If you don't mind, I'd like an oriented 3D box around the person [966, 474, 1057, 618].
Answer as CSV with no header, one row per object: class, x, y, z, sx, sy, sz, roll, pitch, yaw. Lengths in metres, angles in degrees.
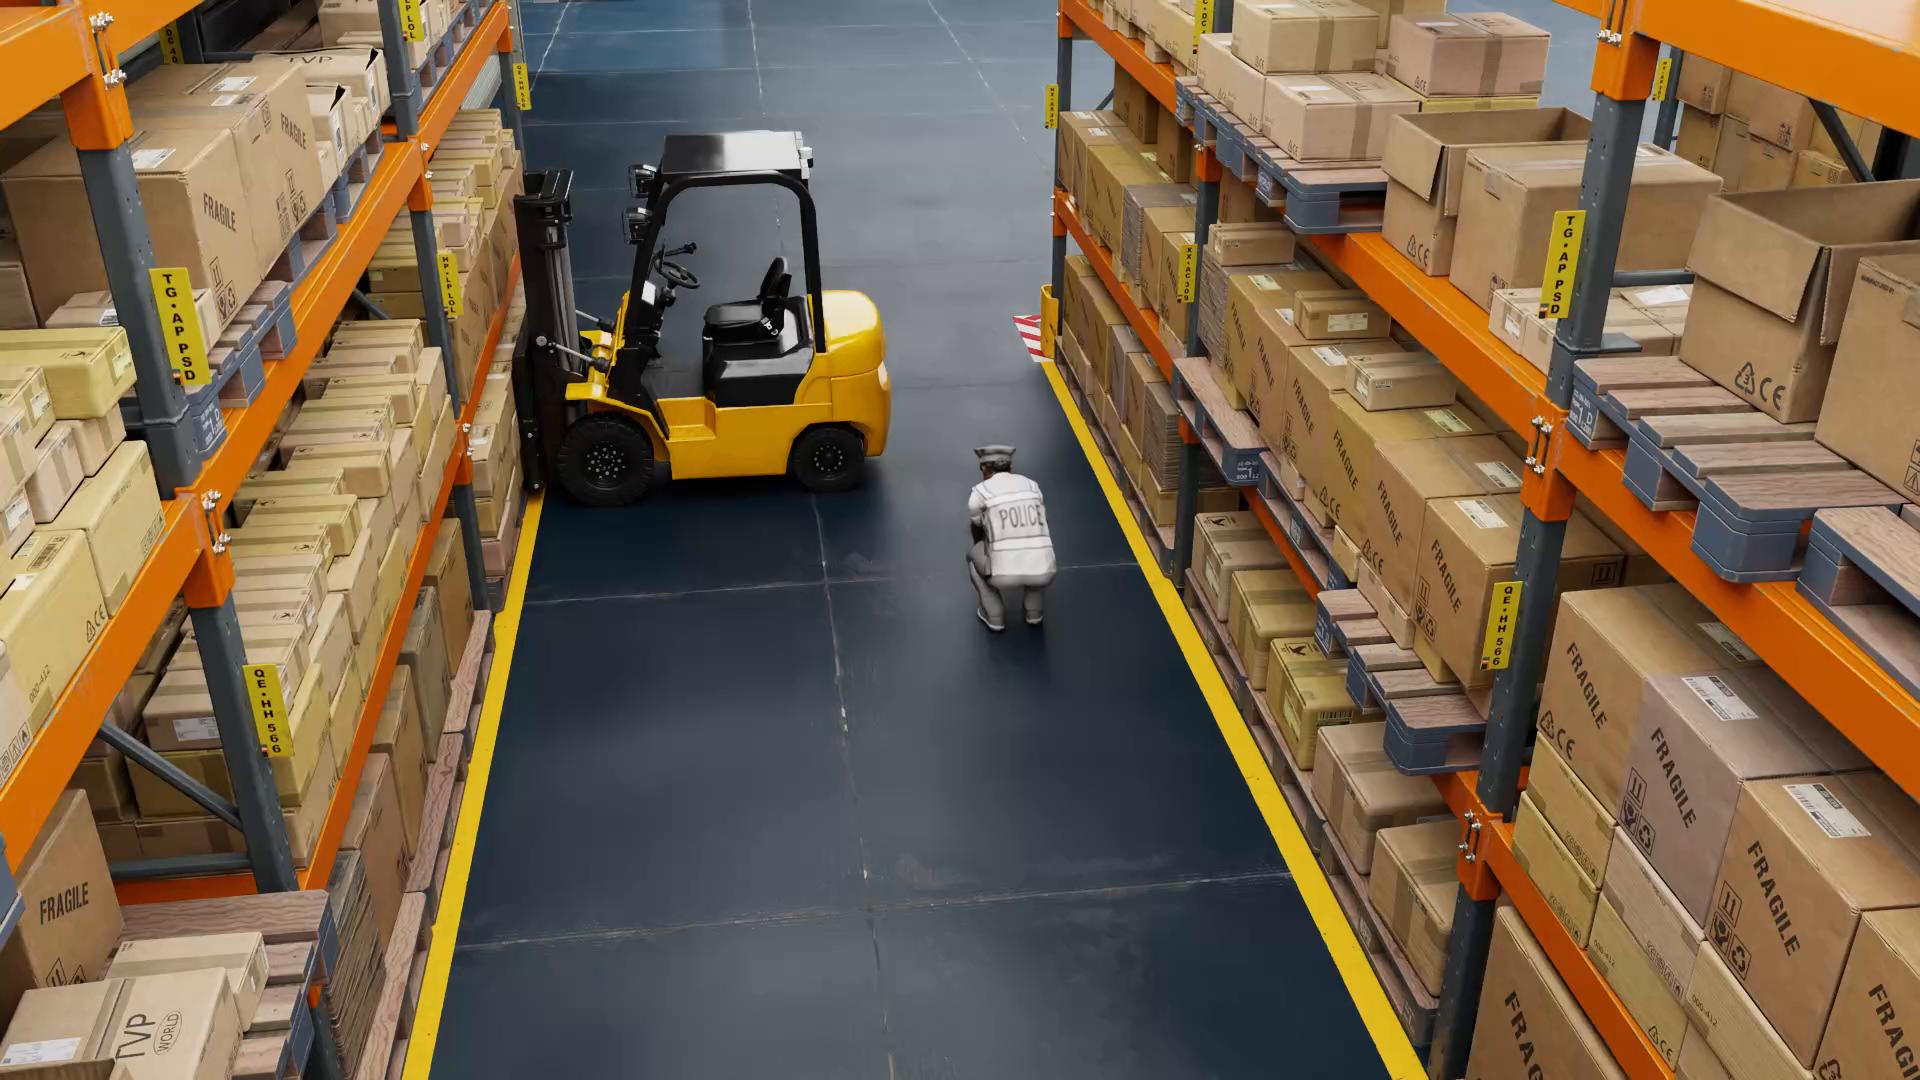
person,0.300,0.067,9.352,0.465,0.793,0.579,-4,28,-8
